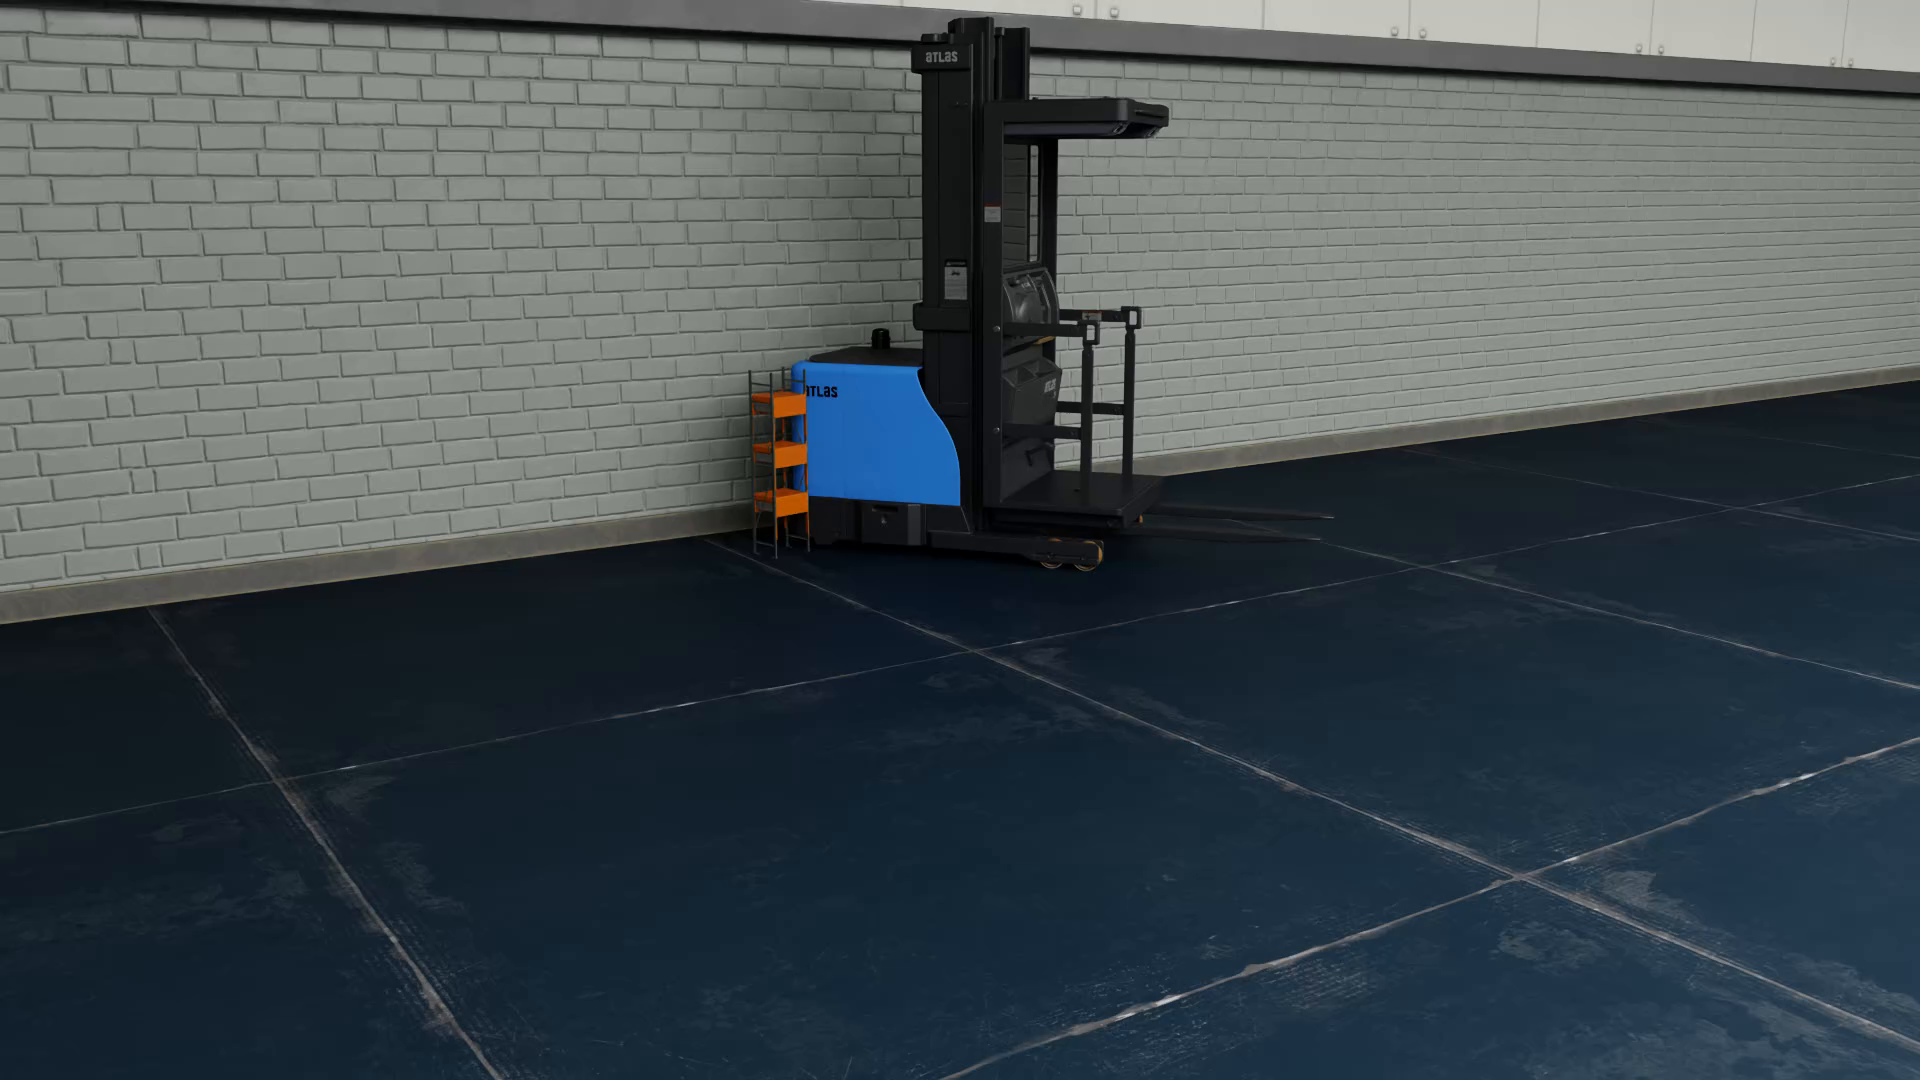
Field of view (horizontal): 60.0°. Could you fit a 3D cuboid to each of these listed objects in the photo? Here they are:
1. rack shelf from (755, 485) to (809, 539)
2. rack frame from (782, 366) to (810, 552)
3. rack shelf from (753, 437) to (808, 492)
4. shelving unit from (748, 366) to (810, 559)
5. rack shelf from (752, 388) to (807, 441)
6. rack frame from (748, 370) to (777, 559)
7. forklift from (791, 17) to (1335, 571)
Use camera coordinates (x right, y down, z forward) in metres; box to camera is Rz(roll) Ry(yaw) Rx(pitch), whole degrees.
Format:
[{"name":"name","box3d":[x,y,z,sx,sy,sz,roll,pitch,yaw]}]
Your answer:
[{"name":"rack shelf","box3d":[-1.023,-0.159,9.481,0.215,0.259,0.240,11,17,42]},{"name":"rack frame","box3d":[-0.940,-0.460,9.506,0.200,1.050,0.008,11,17,42]},{"name":"rack shelf","box3d":[-1.023,-0.430,9.421,0.215,0.259,0.240,11,17,42]},{"name":"shelving unit","box3d":[-1.023,-0.441,9.419,0.215,1.050,0.252,11,17,42]},{"name":"rack shelf","box3d":[-1.023,-0.707,9.361,0.215,0.259,0.240,11,17,42]},{"name":"rack frame","box3d":[-1.107,-0.422,9.332,0.200,1.050,0.008,11,17,42]},{"name":"forklift","box3d":[0.591,-1.389,9.351,3.031,2.935,1.130,4,13,18]}]
